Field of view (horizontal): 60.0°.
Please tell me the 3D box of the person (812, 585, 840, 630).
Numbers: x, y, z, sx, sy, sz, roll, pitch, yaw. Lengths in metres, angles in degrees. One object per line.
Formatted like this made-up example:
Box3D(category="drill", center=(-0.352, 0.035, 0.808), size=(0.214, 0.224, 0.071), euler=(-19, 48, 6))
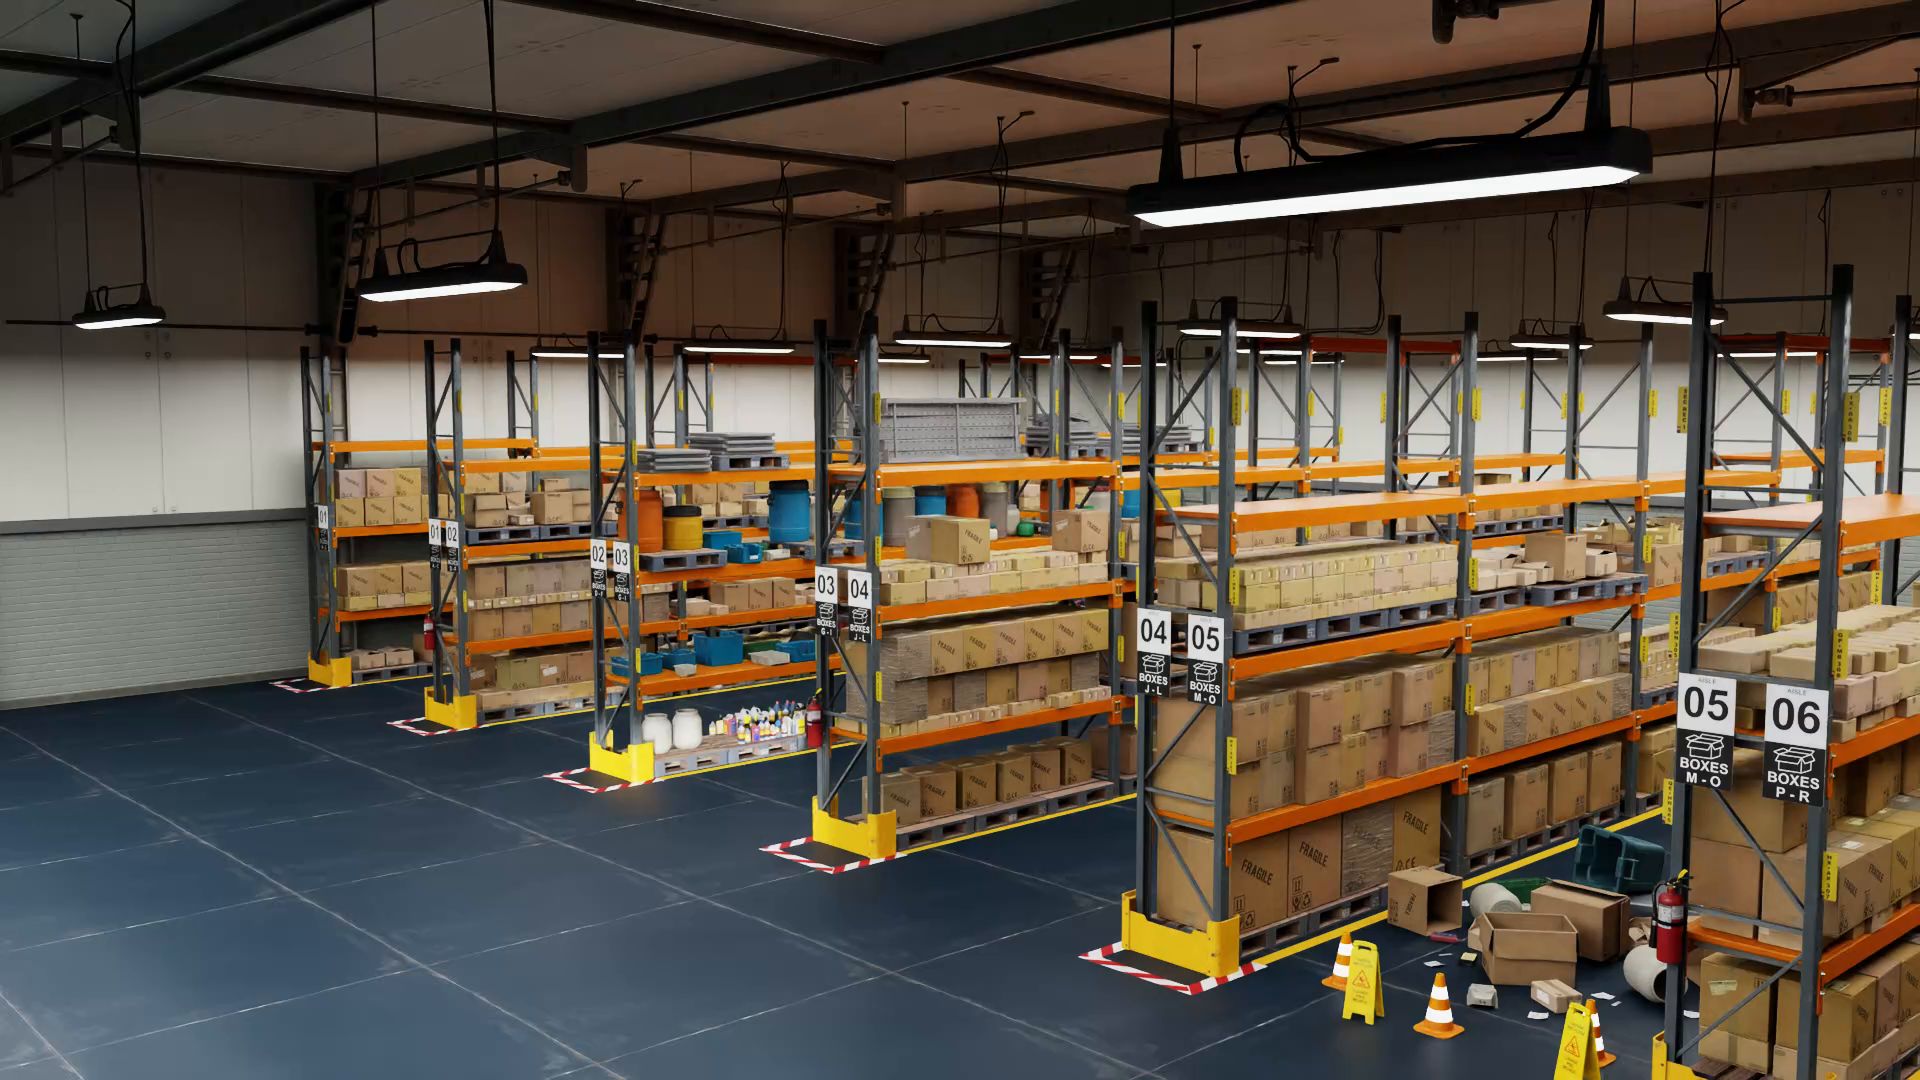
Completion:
Box3D(category="person", center=(-2.710, 1.415, 33.034), size=(0.625, 1.665, 1.068), euler=(5, 7, 45))
